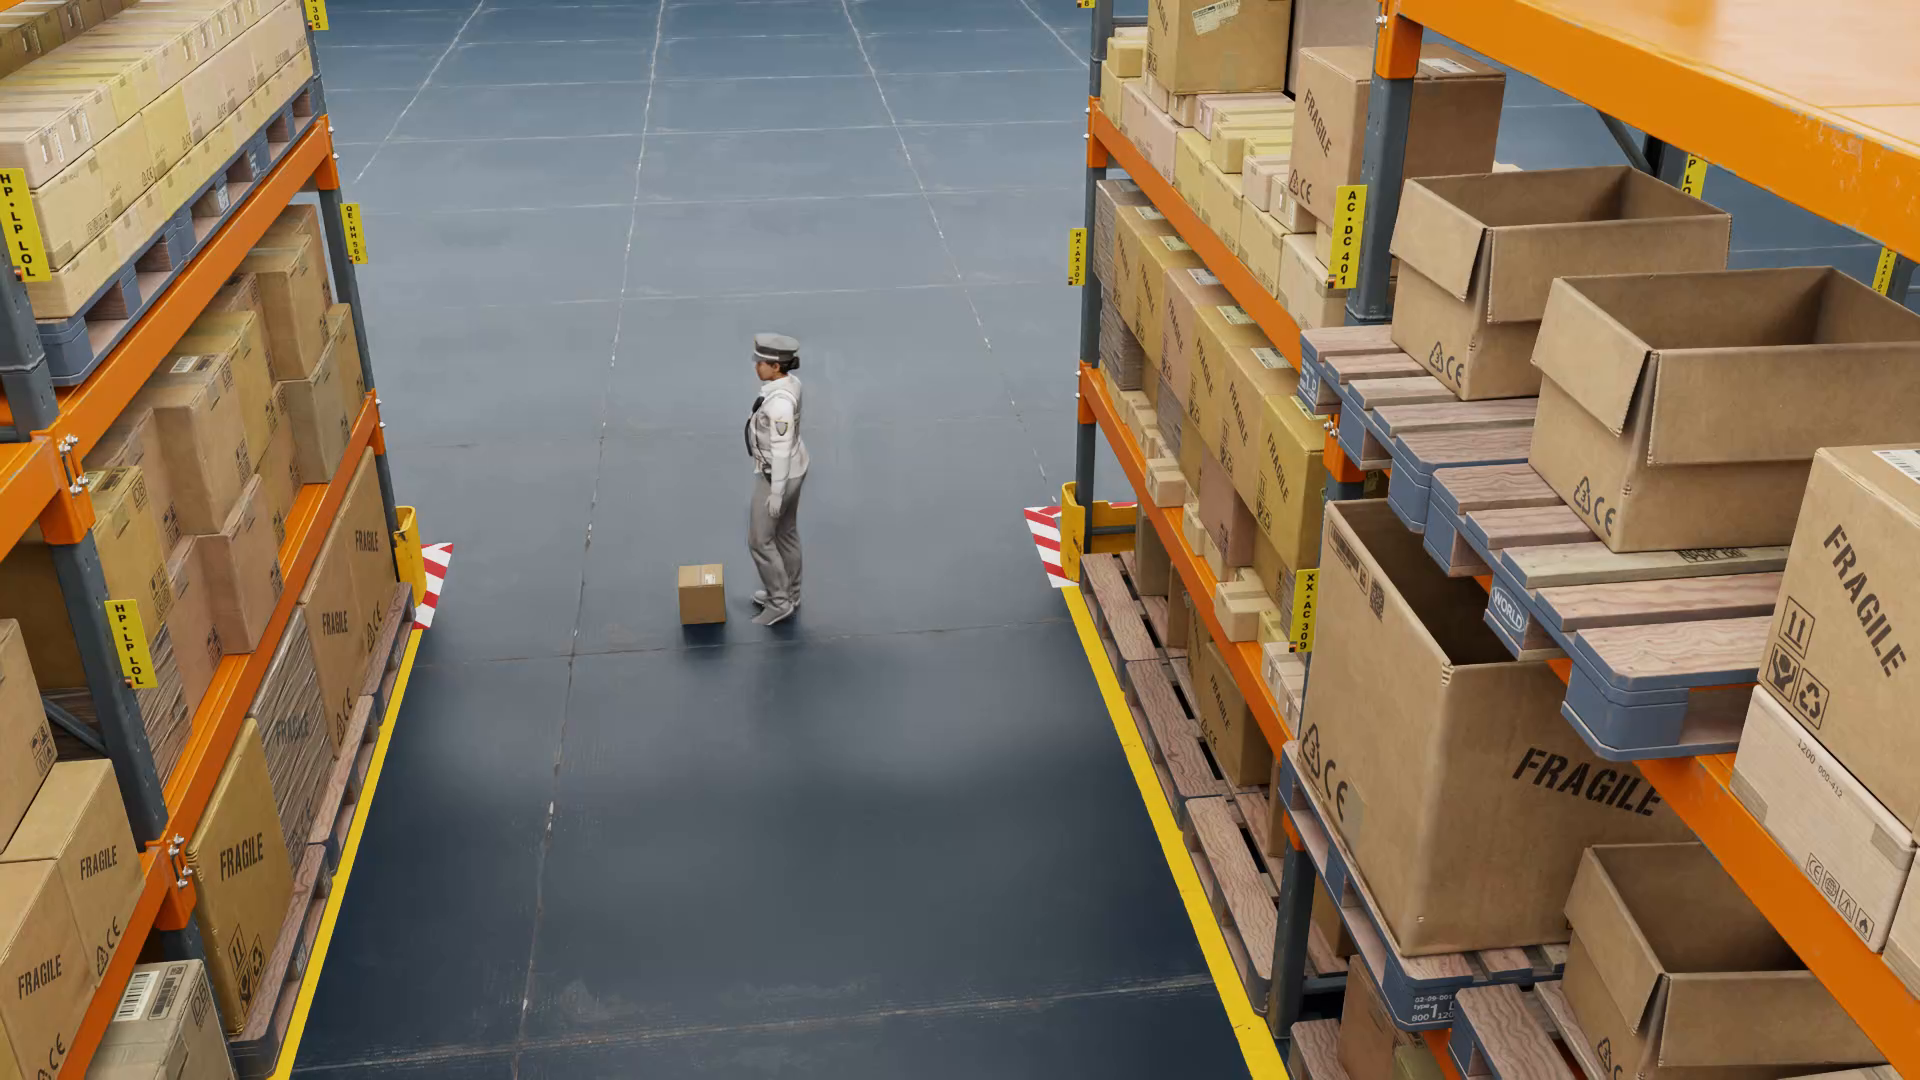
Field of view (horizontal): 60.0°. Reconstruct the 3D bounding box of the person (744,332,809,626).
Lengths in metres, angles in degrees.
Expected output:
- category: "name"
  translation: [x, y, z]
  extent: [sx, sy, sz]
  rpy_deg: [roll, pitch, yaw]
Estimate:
- category: "person"
  translation: [-1.030, -0.335, 9.304]
  extent: [0.367, 1.732, 0.540]
  rpy_deg: [2, 27, 3]
